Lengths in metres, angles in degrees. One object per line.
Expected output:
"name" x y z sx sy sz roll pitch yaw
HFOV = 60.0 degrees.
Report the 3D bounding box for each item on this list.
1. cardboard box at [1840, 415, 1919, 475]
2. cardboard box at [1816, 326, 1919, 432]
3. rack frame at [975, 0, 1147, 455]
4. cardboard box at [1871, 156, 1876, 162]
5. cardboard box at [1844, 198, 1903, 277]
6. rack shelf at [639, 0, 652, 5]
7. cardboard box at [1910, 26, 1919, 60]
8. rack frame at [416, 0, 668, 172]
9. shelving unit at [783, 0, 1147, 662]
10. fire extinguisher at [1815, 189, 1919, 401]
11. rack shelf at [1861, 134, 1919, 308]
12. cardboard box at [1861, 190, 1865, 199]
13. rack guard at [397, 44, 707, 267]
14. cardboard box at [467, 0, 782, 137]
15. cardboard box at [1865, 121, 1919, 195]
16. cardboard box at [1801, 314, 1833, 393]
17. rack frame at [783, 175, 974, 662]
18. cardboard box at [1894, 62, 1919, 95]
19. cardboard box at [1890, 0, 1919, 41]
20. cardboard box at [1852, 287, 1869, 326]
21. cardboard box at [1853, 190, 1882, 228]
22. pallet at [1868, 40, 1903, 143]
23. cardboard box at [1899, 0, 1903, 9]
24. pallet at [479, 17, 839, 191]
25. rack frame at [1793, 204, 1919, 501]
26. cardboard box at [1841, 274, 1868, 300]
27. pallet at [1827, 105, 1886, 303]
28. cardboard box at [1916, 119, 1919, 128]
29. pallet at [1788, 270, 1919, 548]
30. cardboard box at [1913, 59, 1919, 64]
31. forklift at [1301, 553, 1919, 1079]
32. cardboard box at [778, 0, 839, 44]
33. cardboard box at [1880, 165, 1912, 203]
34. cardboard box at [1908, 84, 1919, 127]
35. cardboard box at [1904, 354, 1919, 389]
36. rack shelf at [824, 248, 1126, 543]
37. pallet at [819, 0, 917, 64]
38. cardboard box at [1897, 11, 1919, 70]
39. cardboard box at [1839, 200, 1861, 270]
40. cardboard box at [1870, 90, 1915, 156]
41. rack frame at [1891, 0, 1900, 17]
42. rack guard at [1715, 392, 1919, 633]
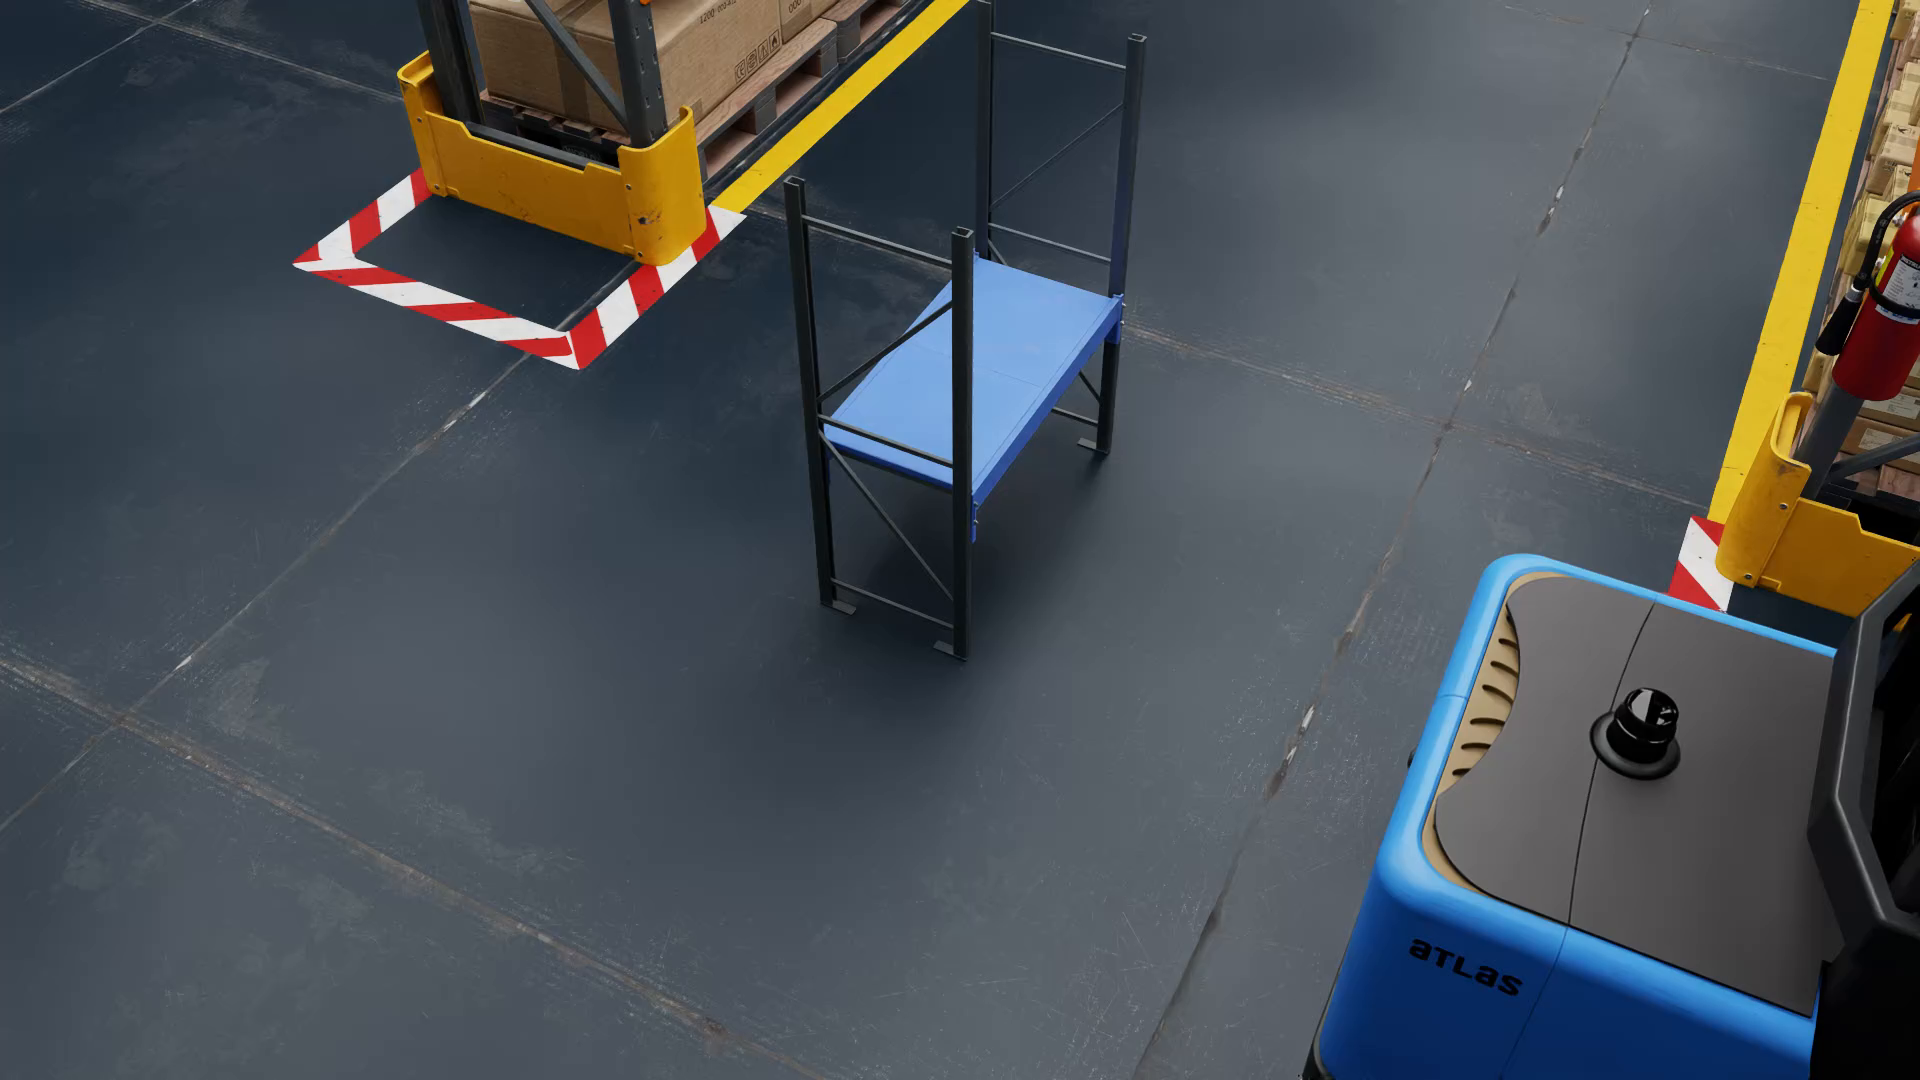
"cardboard box" 2.947 -0.361 5.207 0.380 0.149 0.250 21 49 20
"cardboard box" 2.880 -0.491 5.127 0.380 0.149 0.250 19 48 18
"rack frame" 0.276 -0.901 5.086 0.500 1.500 0.032 20 49 19
"cardboard box" 3.724 -1.526 6.358 0.380 0.149 0.250 19 48 18
"cardboard box" 3.084 -0.931 5.352 0.380 0.149 0.250 19 48 18
"rack shelf" -0.615 -3.392 7.000 1.077 0.370 4.000 20 49 19
"cardboard box" 3.855 -1.906 6.315 0.380 0.149 0.250 21 49 20
"rack frame" -1.544 -2.385 5.499 1.000 3.000 0.127 20 49 19
"shelving unit" 0.040 -0.581 4.770 0.538 1.500 1.048 20 49 19
"fire extinguisher" 2.362 -0.650 4.100 0.296 0.674 0.183 20 49 19
"rack shelf" 3.816 -1.822 5.447 1.077 0.370 4.000 20 49 19
"cardboard box" 3.486 -1.201 6.037 0.380 0.149 0.250 21 49 20
"rack guard" -1.555 -1.492 6.373 1.175 0.500 0.348 20 49 19
"cardboard box" -1.326 -2.081 6.704 0.875 0.438 0.875 19 48 18
"cardboard box" 3.336 -1.261 5.678 0.380 0.149 0.250 22 49 20
"cardboard box" 2.977 -0.556 5.400 0.380 0.149 0.250 22 49 20
"rack frame" -0.196 -0.261 4.453 0.500 1.500 0.032 20 49 19
"cardboard box" 3.724 -1.635 6.257 0.380 0.149 0.250 20 49 19
"cardboard box" 4.167 -2.189 7.014 0.380 0.149 0.250 22 49 20
"cardboard box" 3.049 -0.638 5.272 0.380 0.149 0.250 19 48 18
"cardboard box" 3.348 -1.150 5.778 0.380 0.149 0.250 21 49 20
"pallet" 4.464 -1.920 6.999 1.003 0.211 1.213 20 49 19
"cardboard box" 4.291 -2.357 7.179 0.380 0.149 0.250 18 48 17
"pallet" -1.242 -1.935 7.014 1.003 0.211 1.213 20 49 19
"rack frame" 2.887 -0.815 3.946 1.000 3.000 0.127 20 49 19
"cardboard box" 3.119 -0.819 5.451 0.380 0.149 0.250 19 48 17
"pallet" 3.899 -1.148 6.236 1.003 0.211 1.213 20 49 19
"cardboard box" 3.556 -1.390 5.806 0.380 0.149 0.250 19 48 18
"pallet" 3.331 -0.382 5.480 1.003 0.211 1.213 20 49 19
"cardboard box" 4.024 -1.839 6.668 0.380 0.149 0.250 19 48 18
"forklift" 2.337 0.504 2.691 3.031 2.935 1.130 19 48 18
"cardboard box" -0.909 -2.660 7.277 0.875 0.438 0.875 22 49 20
"cardboard box" 3.260 -1.073 5.492 0.380 0.149 0.250 19 48 18
"cardboard box" 3.653 -1.565 5.978 0.380 0.149 0.250 21 49 19
"cardboard box" 2.909 -0.586 5.012 0.380 0.149 0.250 21 49 19
"rack shelf" 0.040 -0.455 4.898 0.538 0.185 1.000 20 49 19
"pallet" -0.675 -2.700 7.770 1.003 0.211 1.213 20 49 19
"cardboard box" 4.098 -2.015 6.842 0.380 0.149 0.250 20 49 19
"cardboard box" 3.342 -1.035 5.873 0.380 0.149 0.250 18 48 17
"cardboard box" 3.587 -1.488 6.112 0.380 0.149 0.250 21 49 19
"rack frame" 4.744 -3.335 6.437 1.000 3.000 0.127 20 49 19
"rack guard" 2.923 0.016 4.883 1.175 0.500 0.348 20 49 19
